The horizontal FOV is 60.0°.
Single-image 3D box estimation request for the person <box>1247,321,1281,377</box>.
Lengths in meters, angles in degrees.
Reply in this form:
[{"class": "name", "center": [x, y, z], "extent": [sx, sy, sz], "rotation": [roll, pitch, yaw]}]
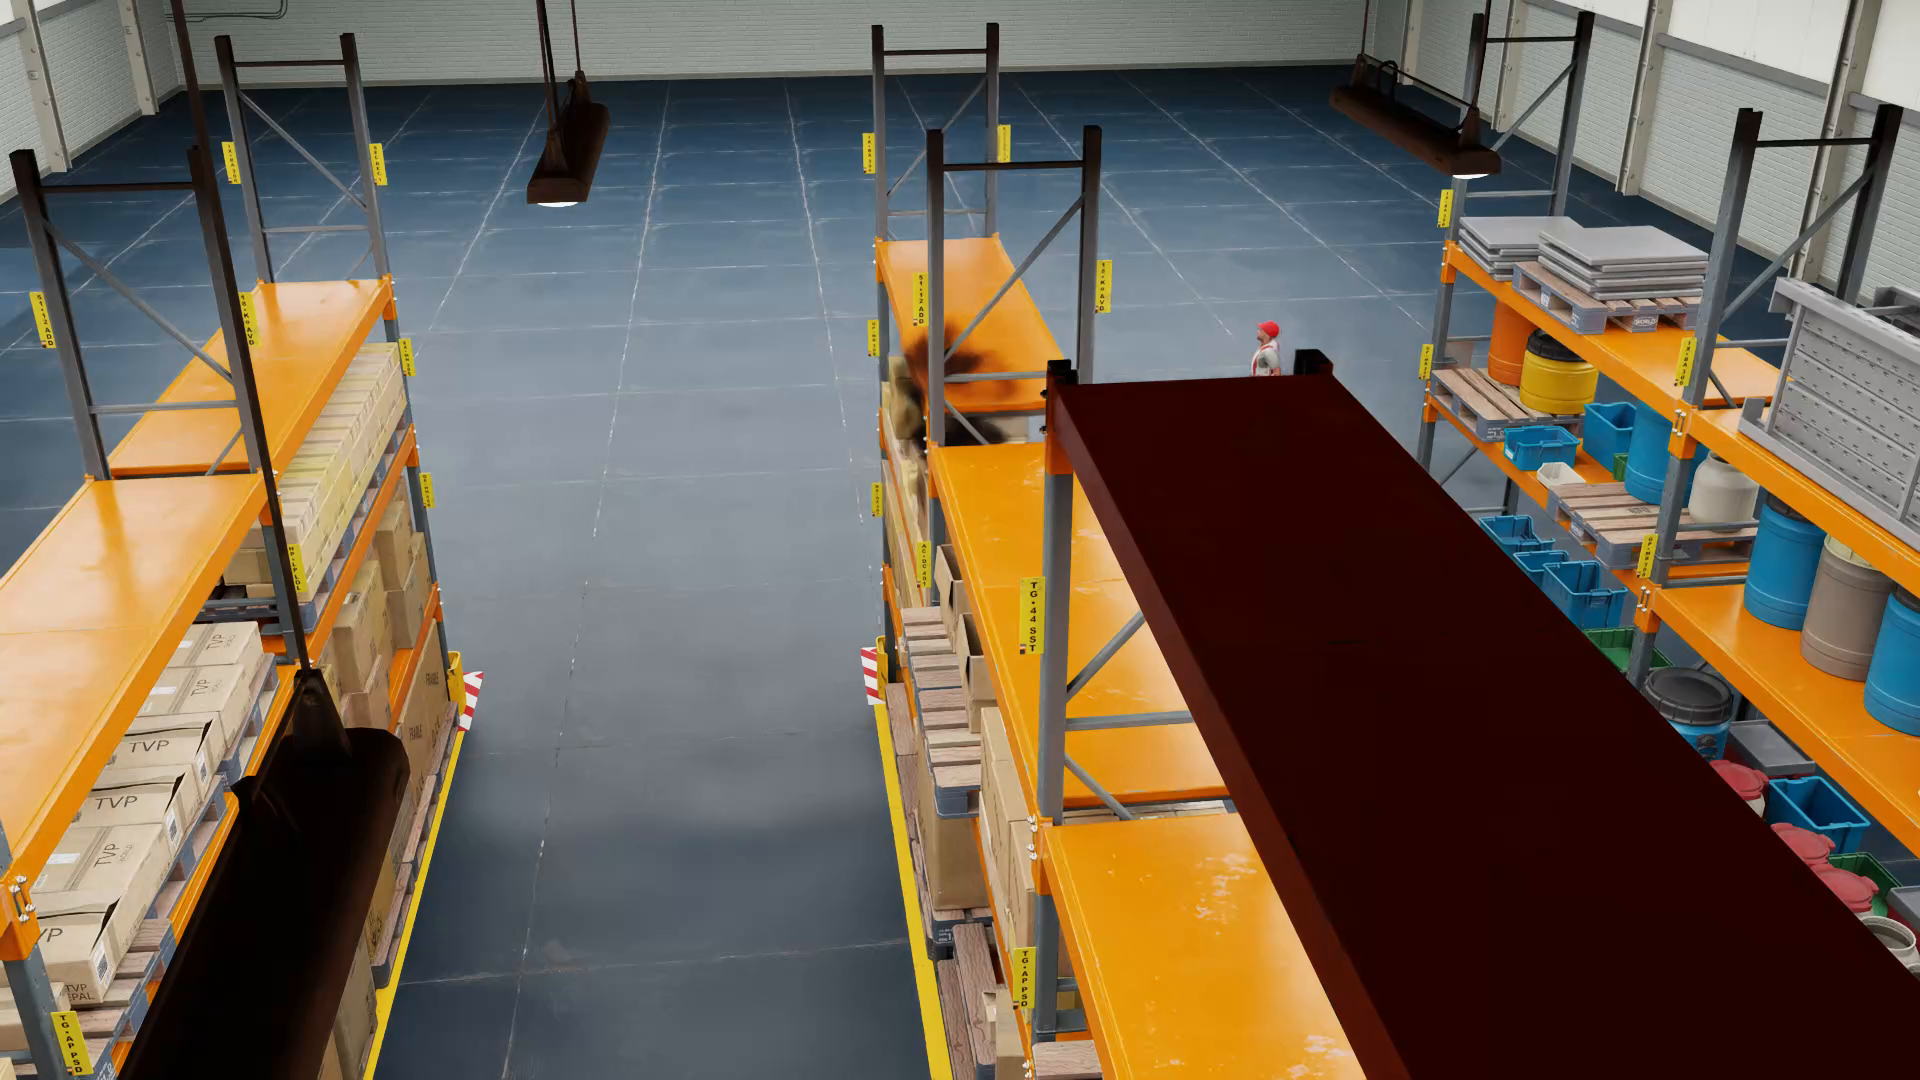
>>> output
[{"class": "person", "center": [3.753, -1.841, 20.379], "extent": [1.049, 1.765, 0.634], "rotation": [9, 27, 19]}]
